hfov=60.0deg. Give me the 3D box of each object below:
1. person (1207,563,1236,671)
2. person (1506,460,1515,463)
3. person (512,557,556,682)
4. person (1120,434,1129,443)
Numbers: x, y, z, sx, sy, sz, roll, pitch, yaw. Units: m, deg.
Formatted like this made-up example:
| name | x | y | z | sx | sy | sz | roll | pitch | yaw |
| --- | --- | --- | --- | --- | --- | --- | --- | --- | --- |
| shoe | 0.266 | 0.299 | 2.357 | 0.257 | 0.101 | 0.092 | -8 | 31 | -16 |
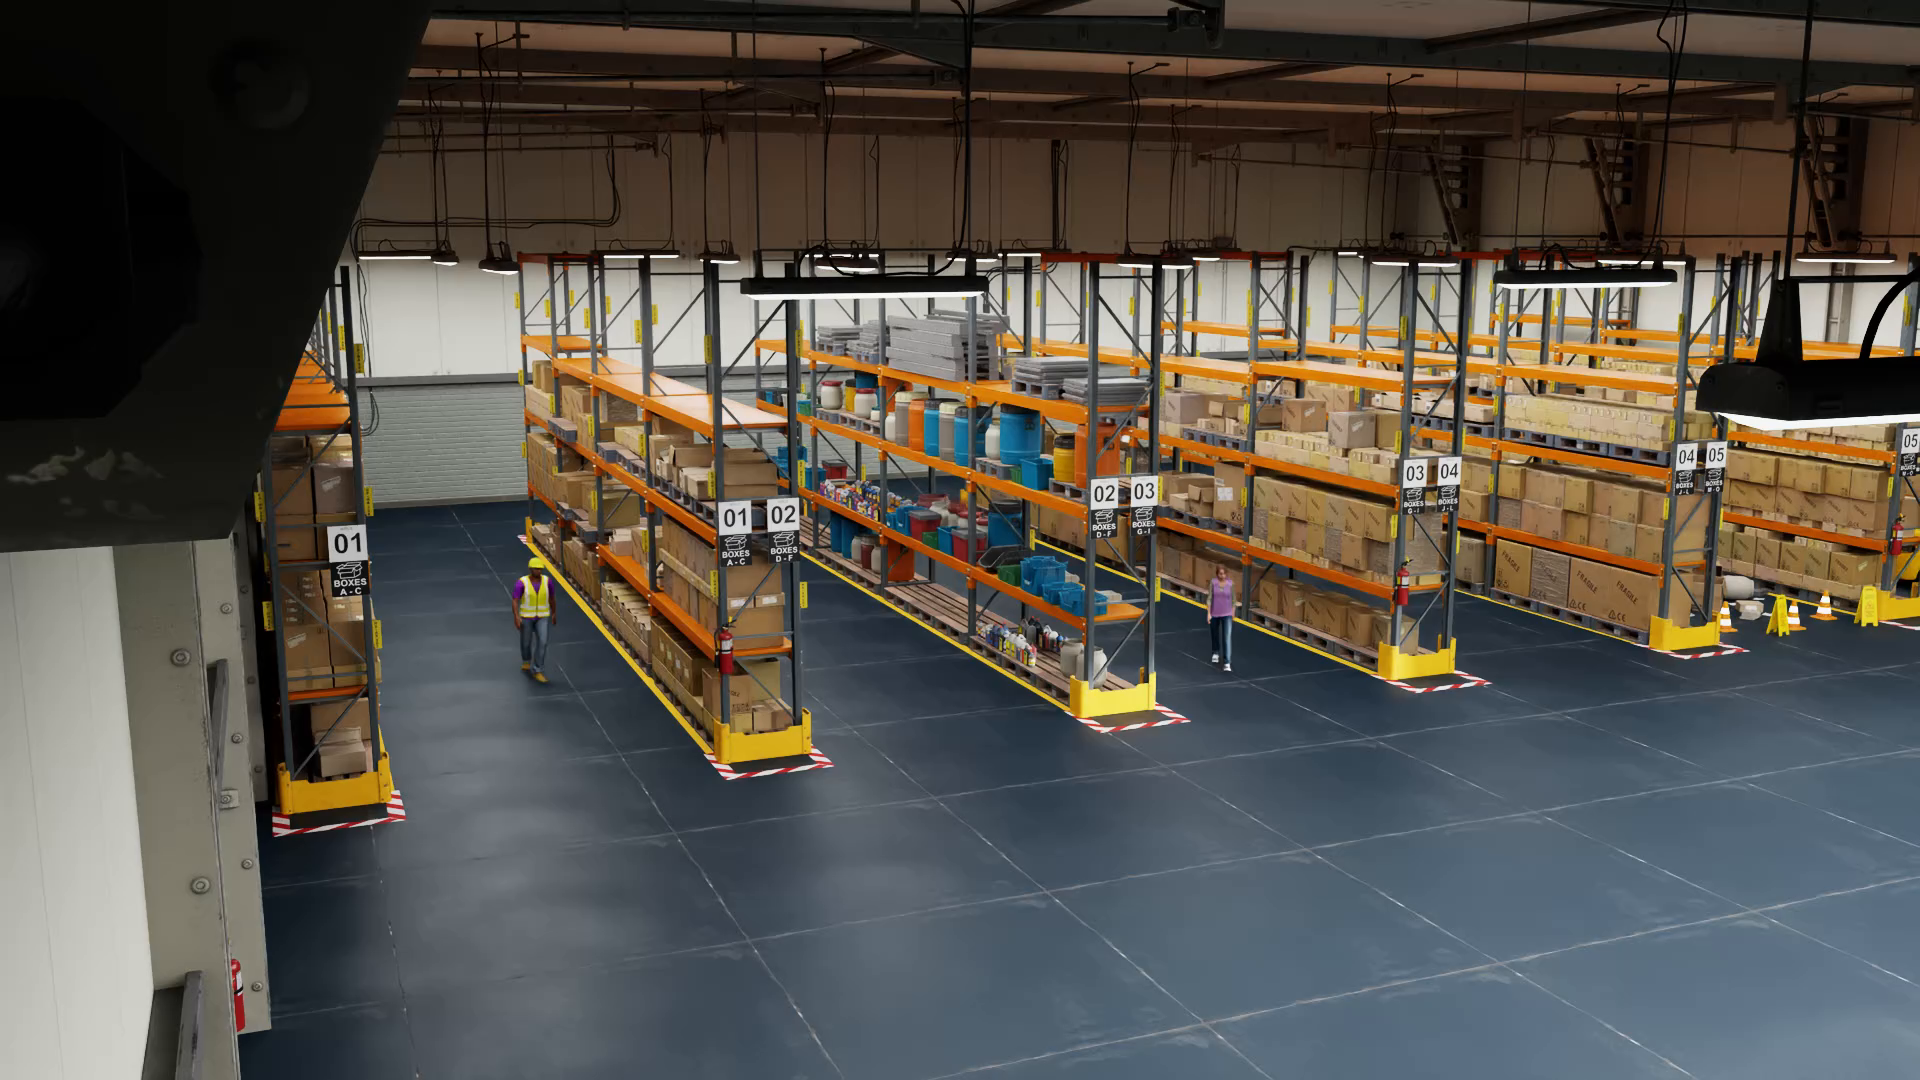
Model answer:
| name | x | y | z | sx | sy | sz | roll | pitch | yaw |
| --- | --- | --- | --- | --- | --- | --- | --- | --- | --- |
| person | 3.861 | 1.114 | 24.574 | 0.424 | 1.563 | 0.817 | 3 | 11 | 18 |
| person | 11.419 | -0.745 | 34.305 | 0.521 | 1.809 | 0.574 | -9 | 13 | -39 |
| person | -6.154 | 1.131 | 24.115 | 0.665 | 1.765 | 0.773 | -6 | 12 | -28 |
| person | 3.979 | -1.971 | 40.876 | 0.585 | 1.754 | 0.808 | 8 | 13 | 37 |
